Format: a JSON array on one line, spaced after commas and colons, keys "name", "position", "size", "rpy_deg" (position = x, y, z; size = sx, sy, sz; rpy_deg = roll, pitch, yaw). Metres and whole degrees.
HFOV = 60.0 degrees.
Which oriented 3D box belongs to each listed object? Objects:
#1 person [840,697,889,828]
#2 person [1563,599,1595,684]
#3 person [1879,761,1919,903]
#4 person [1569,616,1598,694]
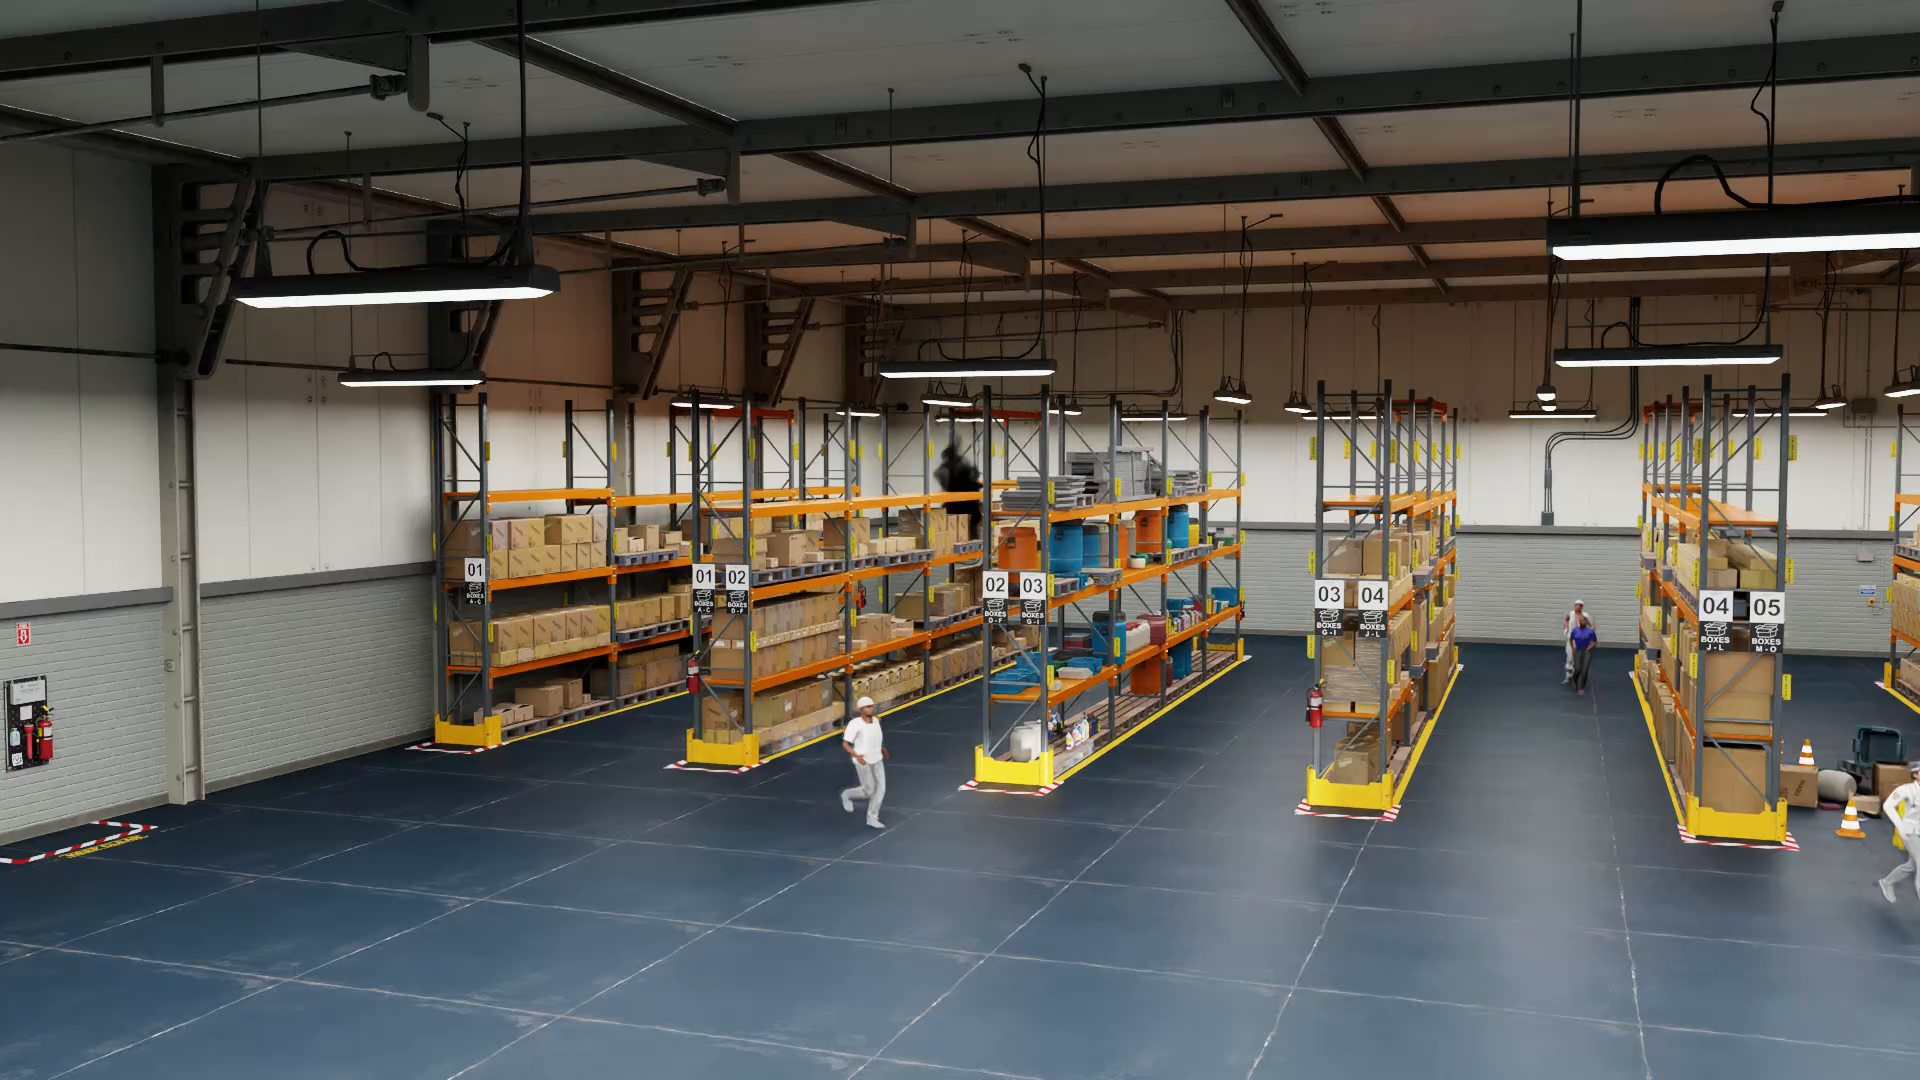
[{"name": "person", "position": [-1.263, 2.962, 22.284], "size": [0.739, 1.739, 0.707], "rpy_deg": [3, 4, 44]}, {"name": "person", "position": [13.424, 2.188, 36.047], "size": [0.659, 1.825, 0.833], "rpy_deg": [1, 3, 25]}, {"name": "person", "position": [10.303, 3.173, 17.904], "size": [0.611, 1.691, 0.881], "rpy_deg": [-1, 3, -18]}, {"name": "person", "position": [12.830, 2.374, 34.250], "size": [0.564, 1.623, 0.565], "rpy_deg": [1, 3, 23]}]
